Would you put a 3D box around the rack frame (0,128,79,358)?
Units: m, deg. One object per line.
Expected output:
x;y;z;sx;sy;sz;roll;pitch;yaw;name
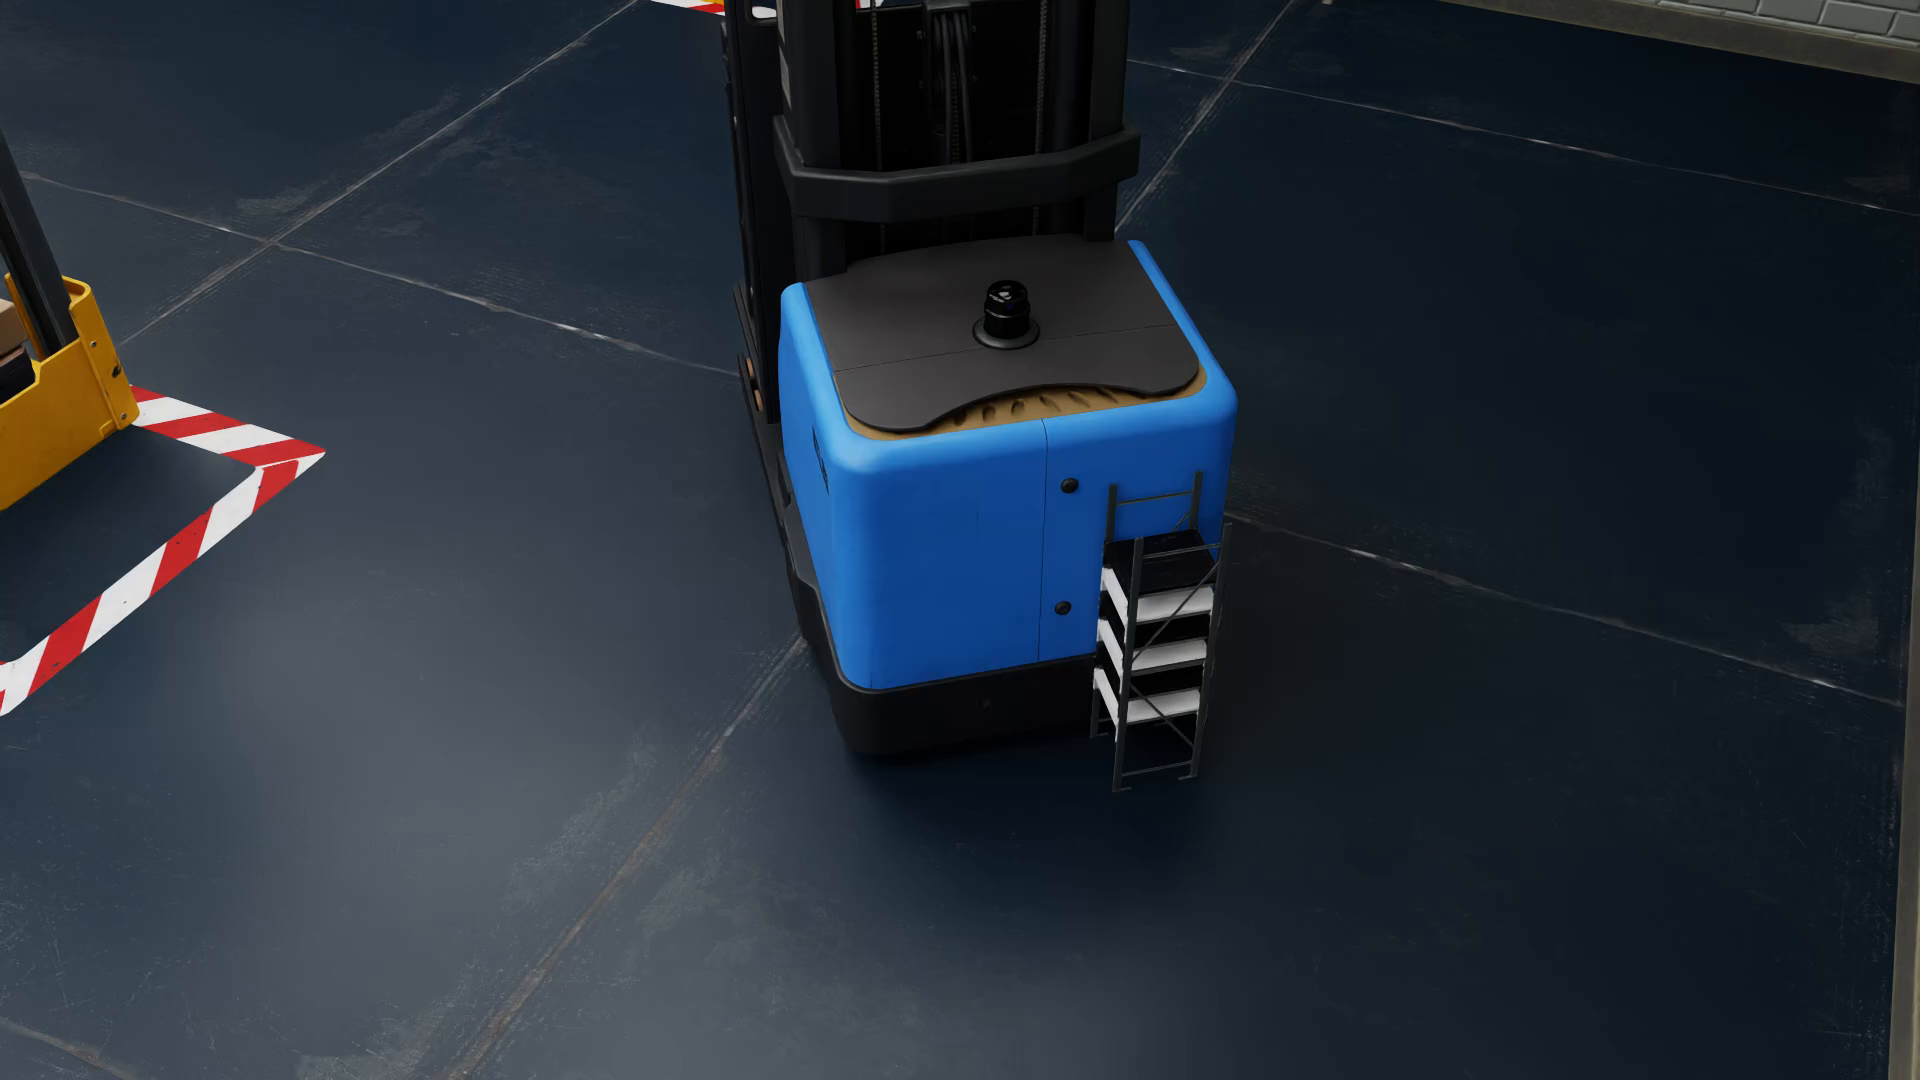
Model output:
-3.148;-1.261;4.414;0.127;3.000;1.000;17;44;19;rack frame

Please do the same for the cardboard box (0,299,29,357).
-3.383;-0.670;5.573;0.250;0.149;0.380;17;44;19;cardboard box

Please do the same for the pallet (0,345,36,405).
-3.940;-0.448;5.606;1.213;0.211;1.003;17;44;19;pallet

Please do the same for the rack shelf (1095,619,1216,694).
0.502;0.279;4.292;0.258;0.077;0.200;-9;42;-10;rack shelf

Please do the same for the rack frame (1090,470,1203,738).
0.478;0.189;4.344;0.240;0.900;0.006;-9;42;-10;rack frame

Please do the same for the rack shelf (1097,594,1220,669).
0.502;0.211;4.233;0.258;0.077;0.200;-9;42;-10;rack shelf

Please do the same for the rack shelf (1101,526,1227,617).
0.502;0.075;4.115;0.258;0.077;0.200;-9;42;-10;rack shelf

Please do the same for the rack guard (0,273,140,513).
-3.217;-0.337;5.257;0.348;0.500;1.175;17;44;19;rack guard

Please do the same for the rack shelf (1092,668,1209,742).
0.502;0.415;4.409;0.258;0.077;0.200;-9;42;-10;rack shelf

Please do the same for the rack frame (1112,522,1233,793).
0.526;0.319;4.195;0.240;0.900;0.006;-9;42;-10;rack frame

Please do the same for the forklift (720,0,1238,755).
-0.147;-1.504;4.748;1.130;2.935;3.031;-9;42;-10;forklift

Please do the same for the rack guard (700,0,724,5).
-1.036;-3.251;8.619;0.348;0.500;1.175;17;44;19;rack guard

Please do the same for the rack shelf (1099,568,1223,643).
0.502;0.143;4.174;0.258;0.077;0.200;-9;42;-10;rack shelf

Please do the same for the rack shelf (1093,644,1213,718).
0.502;0.347;4.350;0.258;0.077;0.200;-9;42;-10;rack shelf

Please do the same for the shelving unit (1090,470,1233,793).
0.502;0.254;4.270;0.258;0.900;0.210;-9;42;-10;shelving unit
